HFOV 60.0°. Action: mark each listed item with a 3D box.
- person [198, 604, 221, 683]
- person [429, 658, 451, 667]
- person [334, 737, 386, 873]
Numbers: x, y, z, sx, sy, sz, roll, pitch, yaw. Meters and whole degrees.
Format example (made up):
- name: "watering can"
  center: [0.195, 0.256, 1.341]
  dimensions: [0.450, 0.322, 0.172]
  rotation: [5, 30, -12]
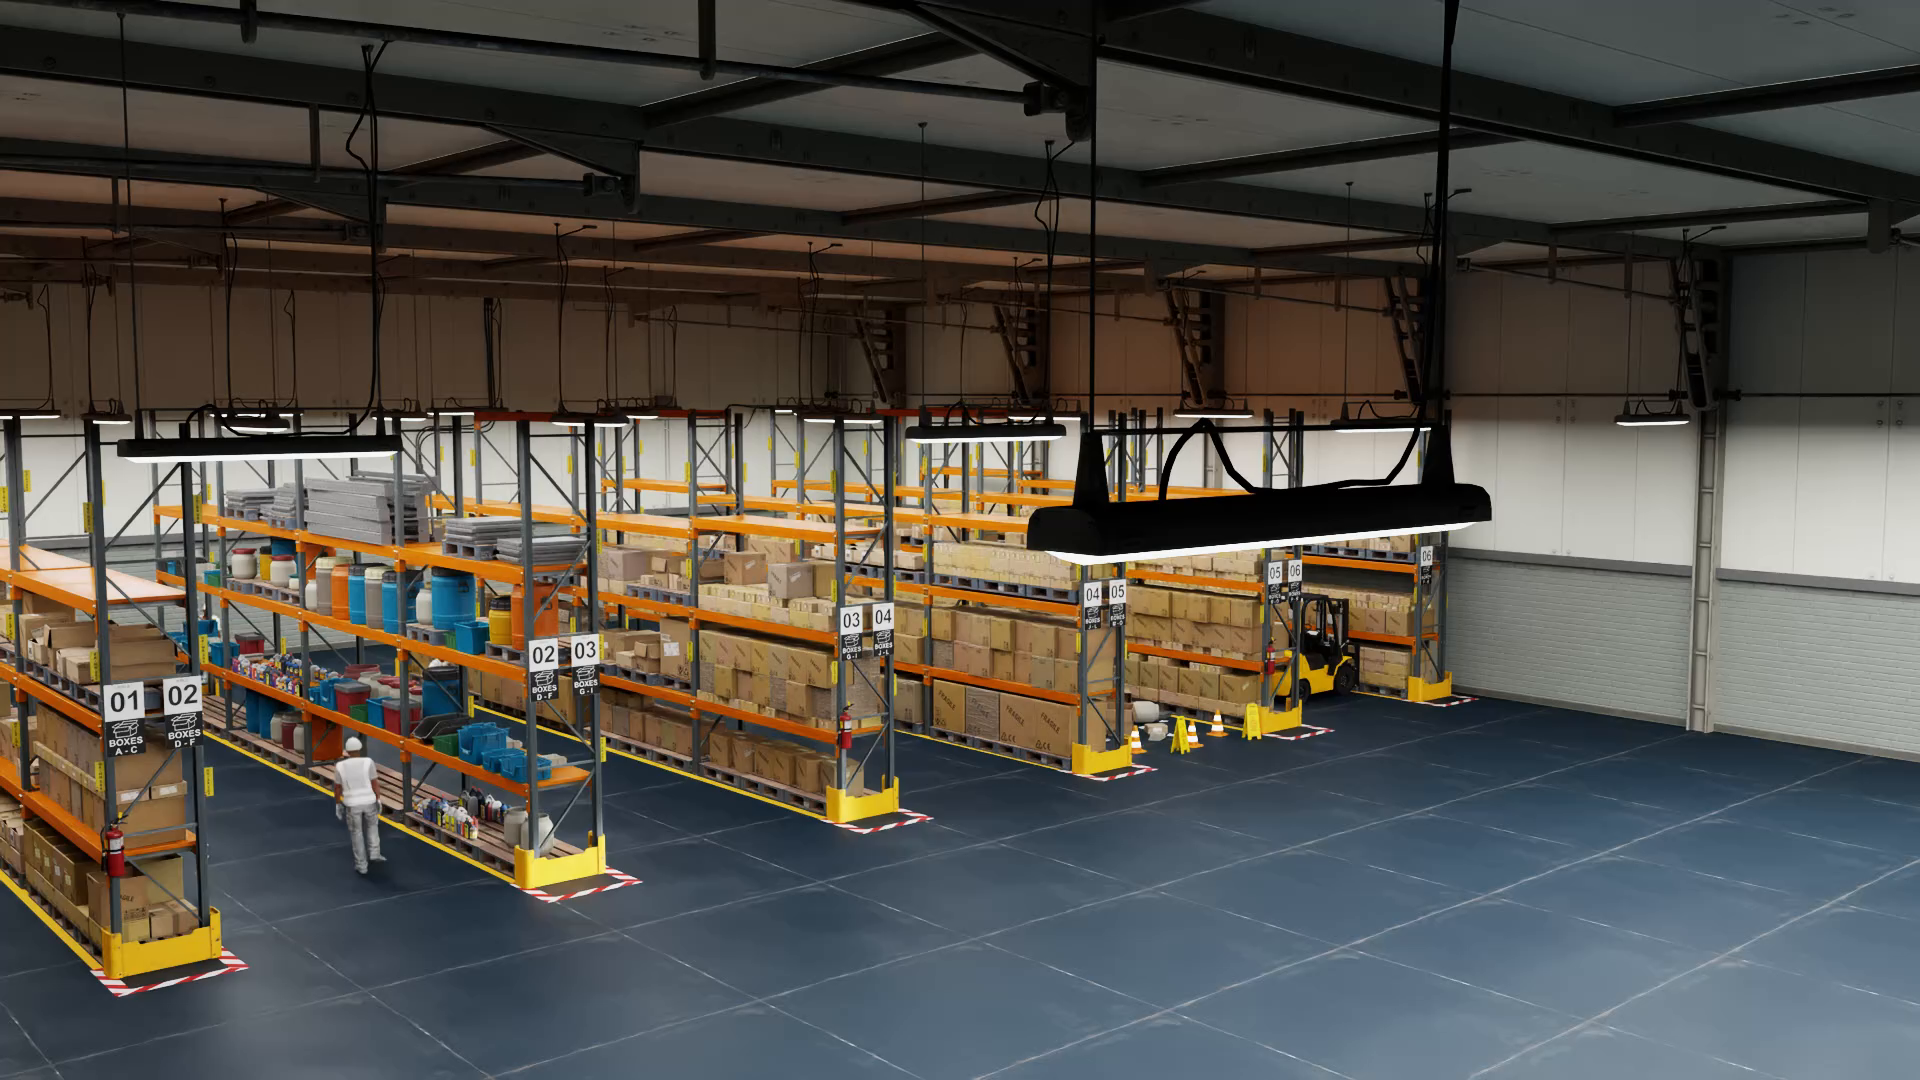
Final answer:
- name: "person"
  center: [-16.599, 2.249, 36.614]
  dimensions: [0.637, 1.745, 0.877]
  rotation: [-1, 5, -7]
- name: "person"
  center: [-9.746, 2.780, 31.095]
  dimensions: [0.883, 1.600, 0.484]
  rotation: [5, 7, 44]
- name: "person"
  center: [-7.957, 3.505, 22.031]
  dimensions: [0.594, 1.774, 0.527]
  rotation: [-3, 6, -31]
